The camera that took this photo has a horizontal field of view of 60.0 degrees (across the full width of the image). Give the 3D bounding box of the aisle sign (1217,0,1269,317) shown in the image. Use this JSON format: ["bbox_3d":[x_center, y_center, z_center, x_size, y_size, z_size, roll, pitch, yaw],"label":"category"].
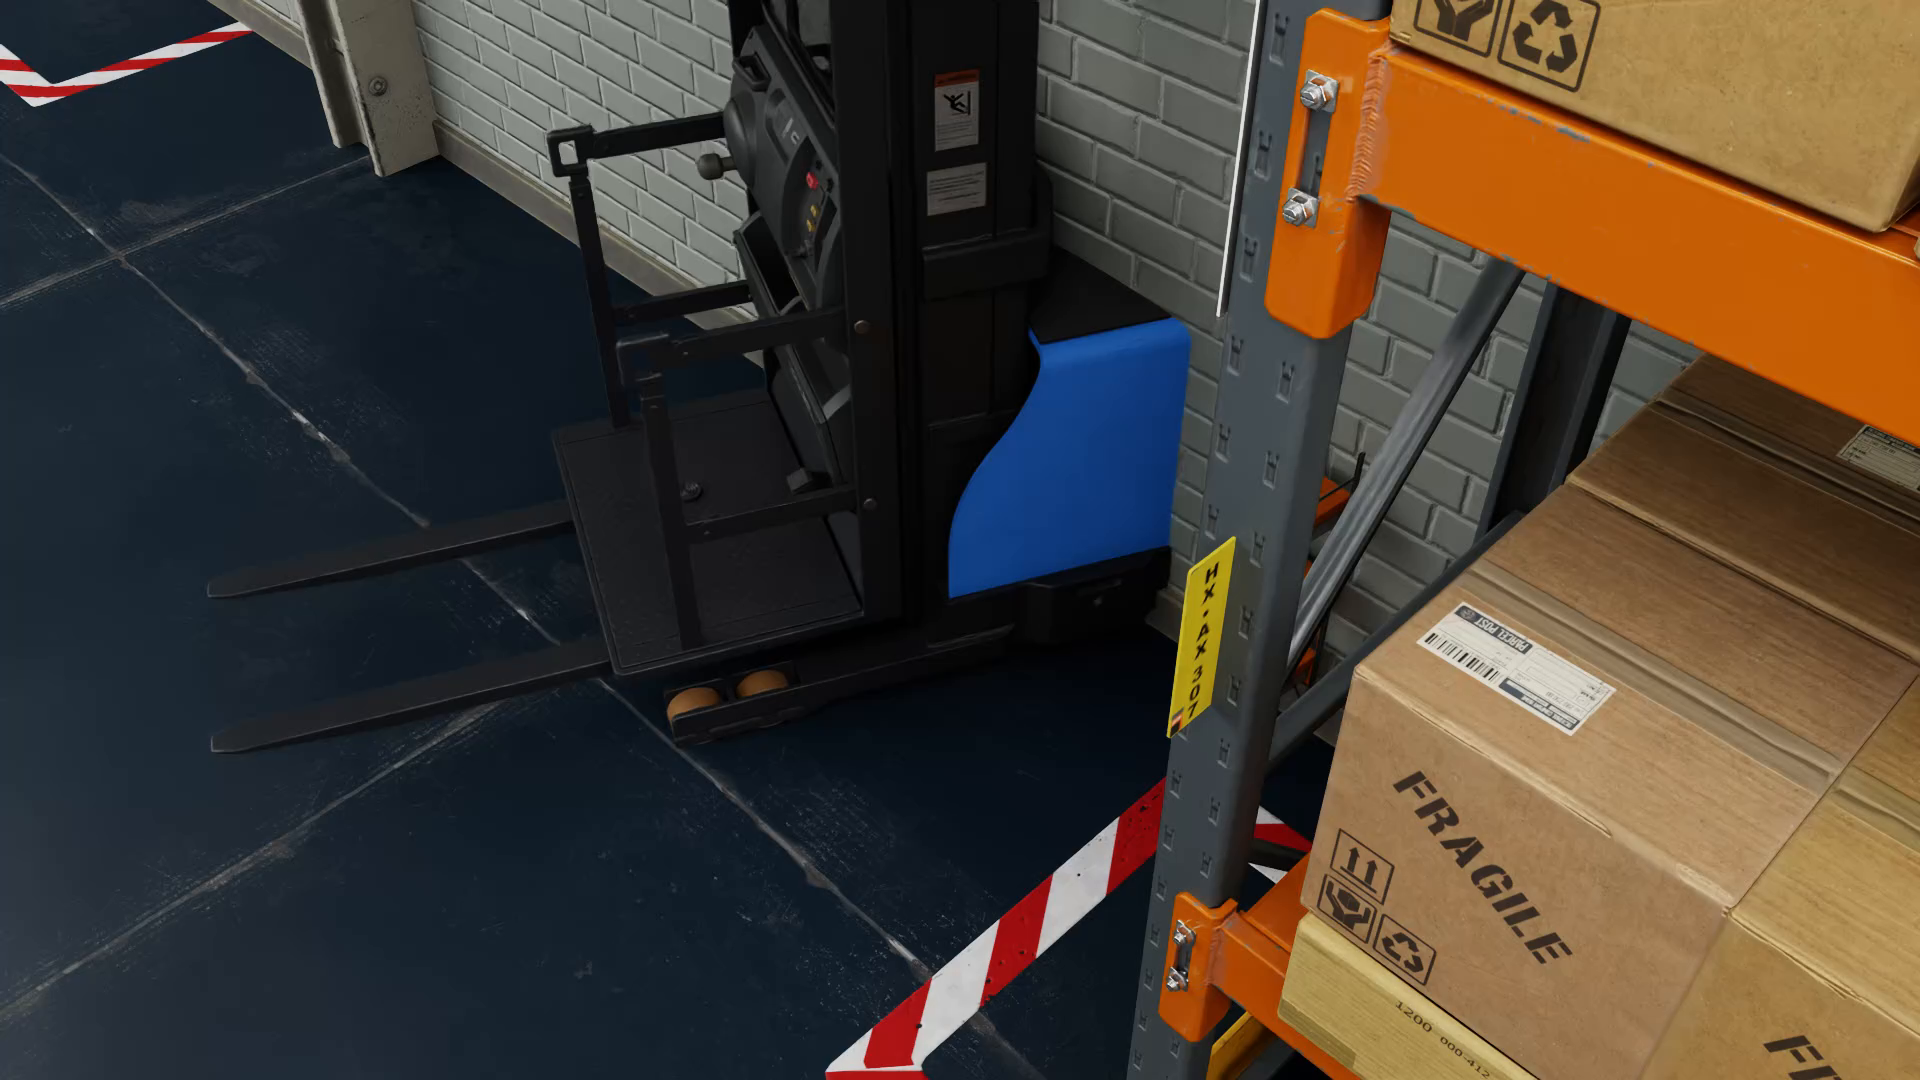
[{"bbox_3d":[0.449,-0.652,1.830,0.394,0.787,0.004,-34,53,-31],"label":"aisle sign"}]

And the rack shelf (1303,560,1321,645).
[{"bbox_3d":[0.800,0.162,4.315,0.215,0.259,0.240,-29,50,-28],"label":"rack shelf"}]

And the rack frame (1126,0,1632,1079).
[{"bbox_3d":[0.712,0.194,2.830,1.000,3.000,0.127,-34,53,-31],"label":"rack frame"}]

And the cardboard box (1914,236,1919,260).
[{"bbox_3d":[1.125,-0.396,1.170,0.500,0.500,0.500,-31,51,-29],"label":"cardboard box"}]

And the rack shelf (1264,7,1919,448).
[{"bbox_3d":[2.124,0.317,1.016,1.077,0.370,4.000,-34,53,-31],"label":"rack shelf"}]

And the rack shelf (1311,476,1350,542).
[{"bbox_3d":[0.801,-0.045,4.122,0.215,0.259,0.240,-29,50,-28],"label":"rack shelf"}]

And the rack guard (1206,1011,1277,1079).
[{"bbox_3d":[0.766,1.148,3.639,1.175,0.500,0.348,-34,53,-31],"label":"rack guard"}]

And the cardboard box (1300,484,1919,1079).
[{"bbox_3d":[0.836,0.340,2.216,0.500,0.500,0.500,-34,53,-31],"label":"cardboard box"}]

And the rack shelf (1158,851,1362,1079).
[{"bbox_3d":[2.124,1.419,2.034,1.077,0.370,4.000,-34,53,-31],"label":"rack shelf"}]

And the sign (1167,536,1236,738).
[{"bbox_3d":[0.328,0.136,2.255,0.100,0.325,0.005,-34,53,-31],"label":"sign"}]

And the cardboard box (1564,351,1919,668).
[{"bbox_3d":[1.195,0.091,2.485,0.500,0.500,0.500,34,52,31],"label":"cardboard box"}]

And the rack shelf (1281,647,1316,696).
[{"bbox_3d":[0.800,0.366,4.505,0.215,0.259,0.240,-29,50,-28],"label":"rack shelf"}]

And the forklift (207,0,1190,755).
[{"bbox_3d":[-0.626,-0.911,4.076,3.031,2.935,1.130,-13,44,-14],"label":"forklift"}]

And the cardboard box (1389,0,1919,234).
[{"bbox_3d":[0.771,-0.671,1.468,0.500,0.500,0.500,-33,52,-30],"label":"cardboard box"}]

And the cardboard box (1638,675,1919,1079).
[{"bbox_3d":[1.178,0.582,1.953,0.500,0.500,0.500,-34,52,-31],"label":"cardboard box"}]

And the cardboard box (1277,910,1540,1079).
[{"bbox_3d":[0.832,0.628,2.456,0.500,0.250,0.500,33,52,30],"label":"cardboard box"}]

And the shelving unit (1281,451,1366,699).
[{"bbox_3d":[0.800,0.155,4.308,0.215,1.050,0.252,-29,50,-28],"label":"shelving unit"}]

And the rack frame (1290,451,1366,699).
[{"bbox_3d":[0.878,0.219,4.239,0.200,1.050,0.008,-29,50,-28],"label":"rack frame"}]

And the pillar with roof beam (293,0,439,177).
[{"bbox_3d":[-5.467,-2.908,1.766,9.100,9.000,0.400,-34,53,-31],"label":"pillar with roof beam"}]
